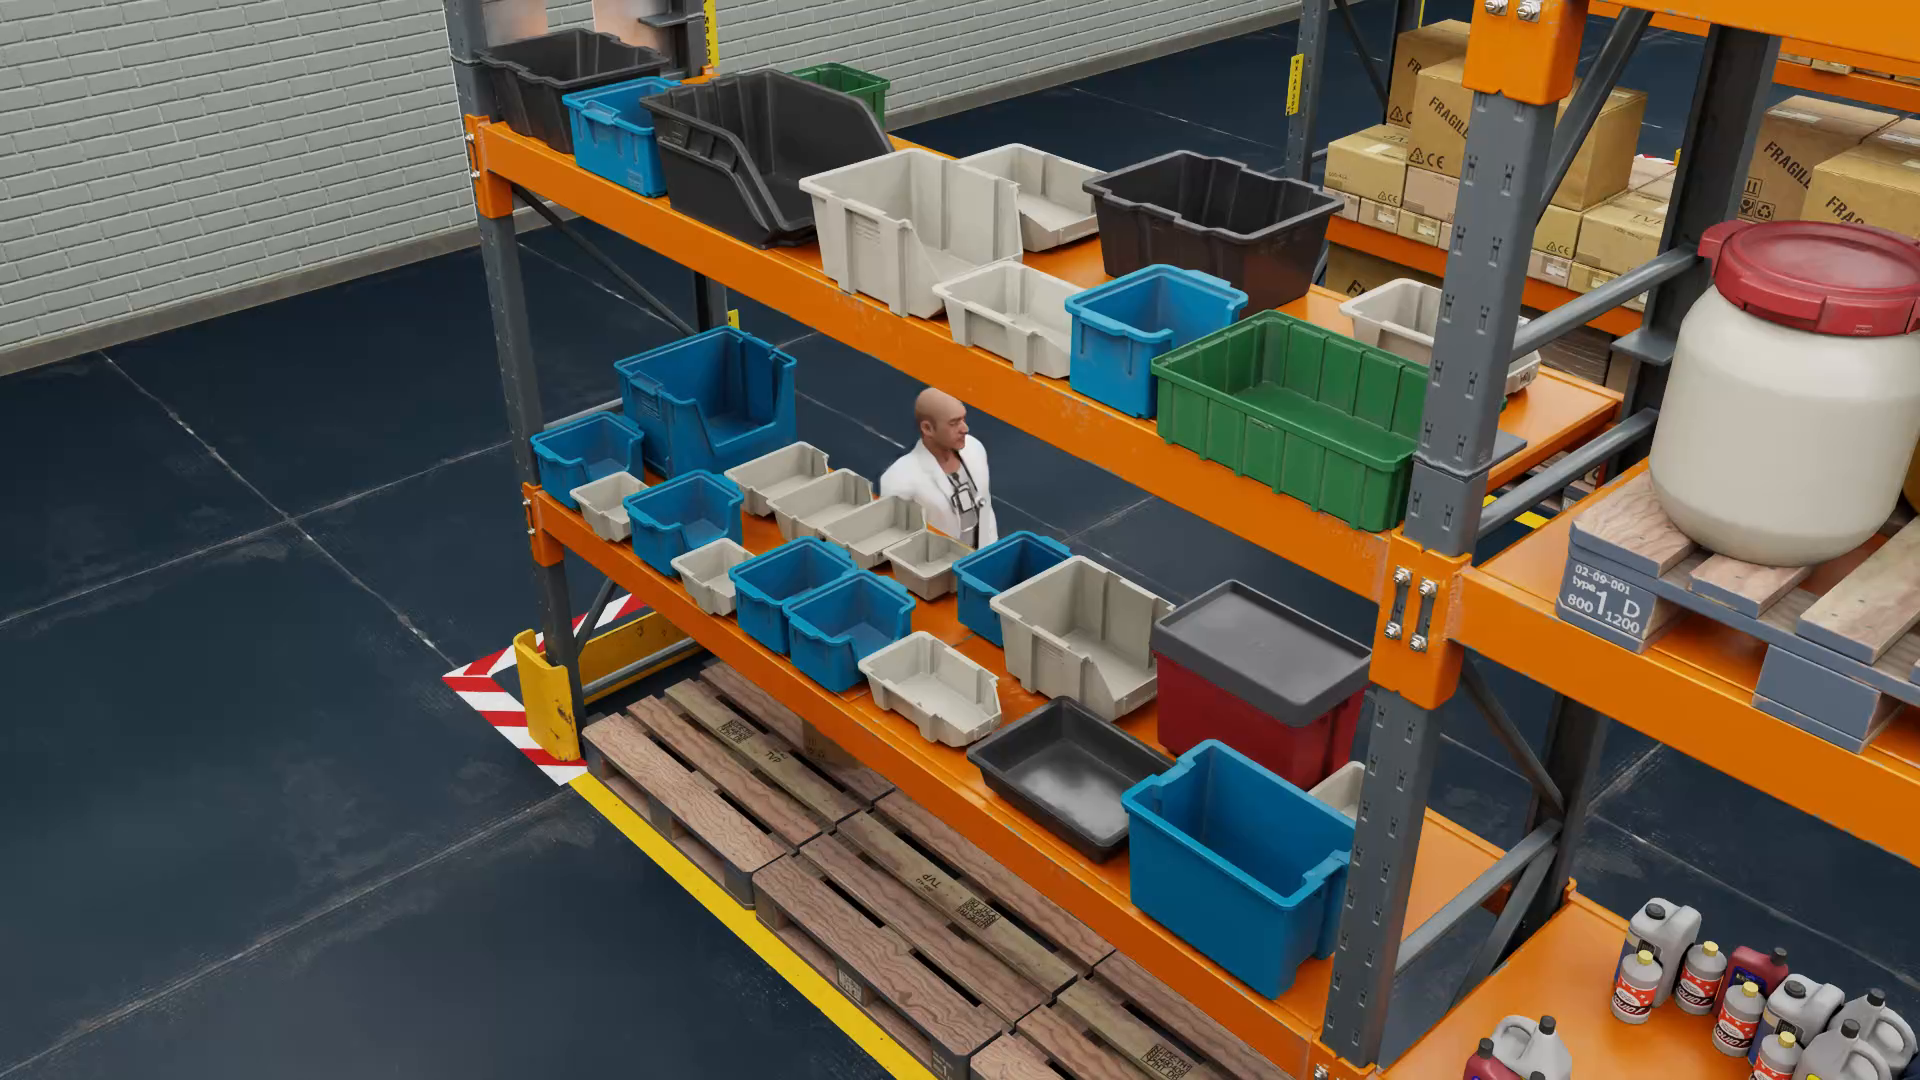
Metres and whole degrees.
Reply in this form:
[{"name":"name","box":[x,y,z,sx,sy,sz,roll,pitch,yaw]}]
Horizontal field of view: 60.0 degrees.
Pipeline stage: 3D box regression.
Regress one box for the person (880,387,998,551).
[{"name":"person","box":[0.004,0.173,6.816,0.736,1.742,0.789,-24,39,-34]}]
